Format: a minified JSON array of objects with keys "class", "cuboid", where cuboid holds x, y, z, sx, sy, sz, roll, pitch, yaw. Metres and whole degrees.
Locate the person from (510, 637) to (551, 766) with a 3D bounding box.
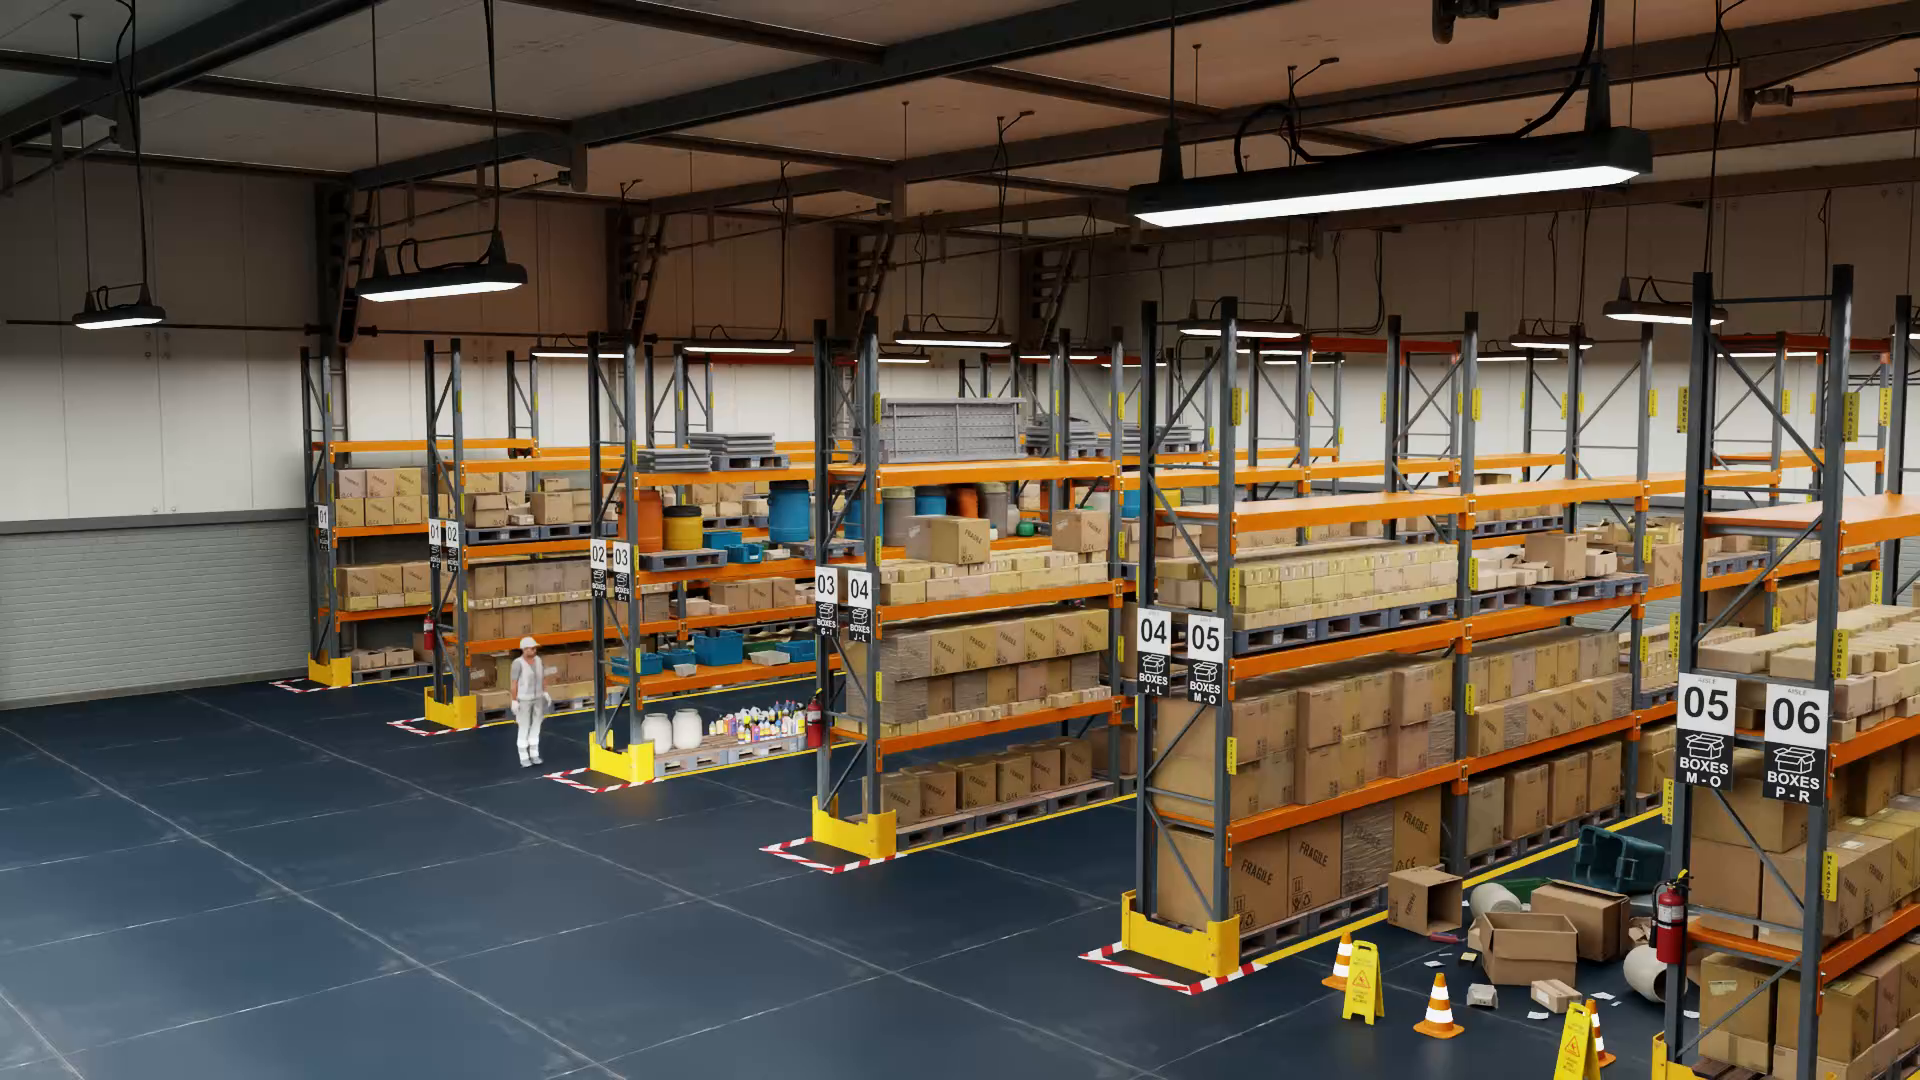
[{"class":"person","cuboid":[-5.985,2.233,23.109,0.395,1.794,0.557,4,6,38]}]
